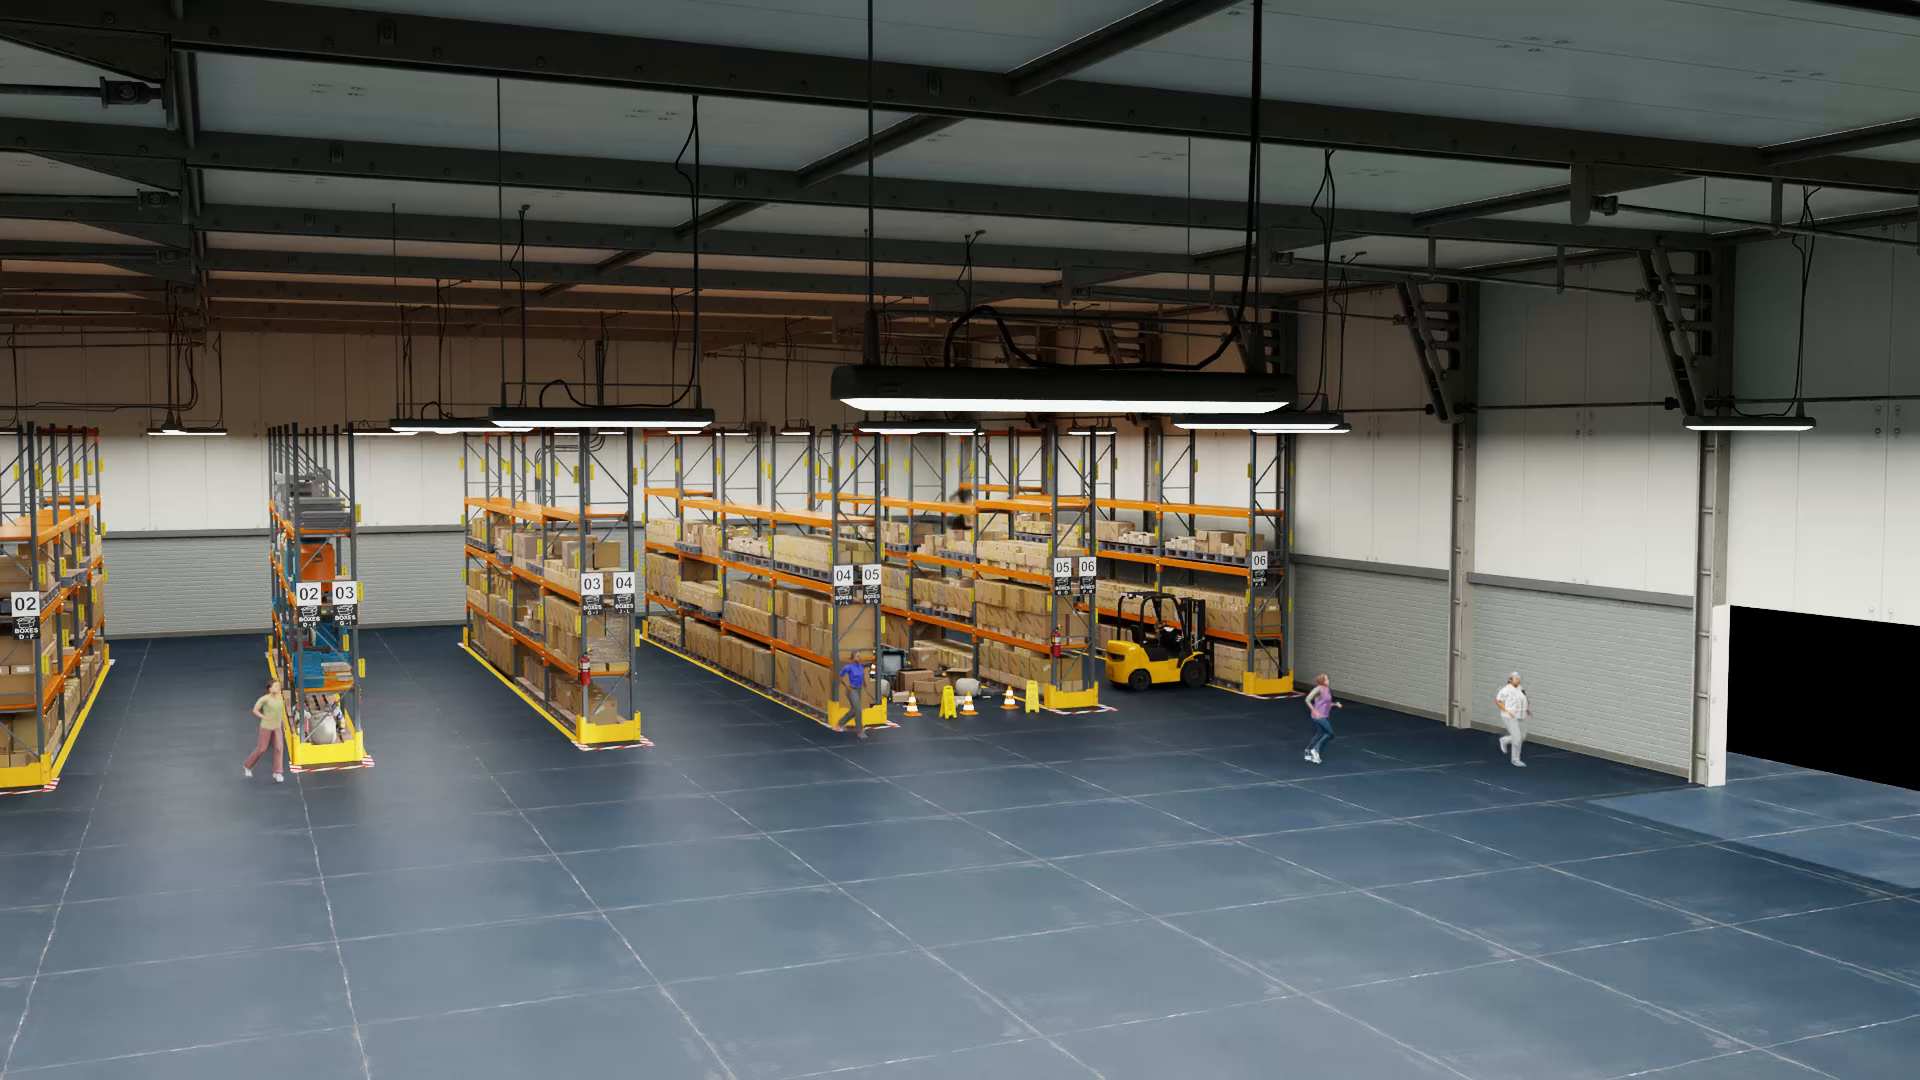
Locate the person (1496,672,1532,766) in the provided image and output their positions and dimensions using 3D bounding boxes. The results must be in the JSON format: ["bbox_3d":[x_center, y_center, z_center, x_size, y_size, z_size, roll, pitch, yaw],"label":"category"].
[{"bbox_3d":[9.717,3.133,29.297,0.608,1.641,0.670,-2,4,-30],"label":"person"}]

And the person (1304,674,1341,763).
[{"bbox_3d":[6.393,3.148,29.304,0.631,1.558,0.512,2,4,31],"label":"person"}]

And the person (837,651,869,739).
[{"bbox_3d":[-2.045,2.960,31.915,0.799,1.680,0.593,2,4,34],"label":"person"}]

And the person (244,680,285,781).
[{"bbox_3d":[-11.563,3.174,27.955,0.947,1.651,0.640,2,4,35],"label":"person"}]
